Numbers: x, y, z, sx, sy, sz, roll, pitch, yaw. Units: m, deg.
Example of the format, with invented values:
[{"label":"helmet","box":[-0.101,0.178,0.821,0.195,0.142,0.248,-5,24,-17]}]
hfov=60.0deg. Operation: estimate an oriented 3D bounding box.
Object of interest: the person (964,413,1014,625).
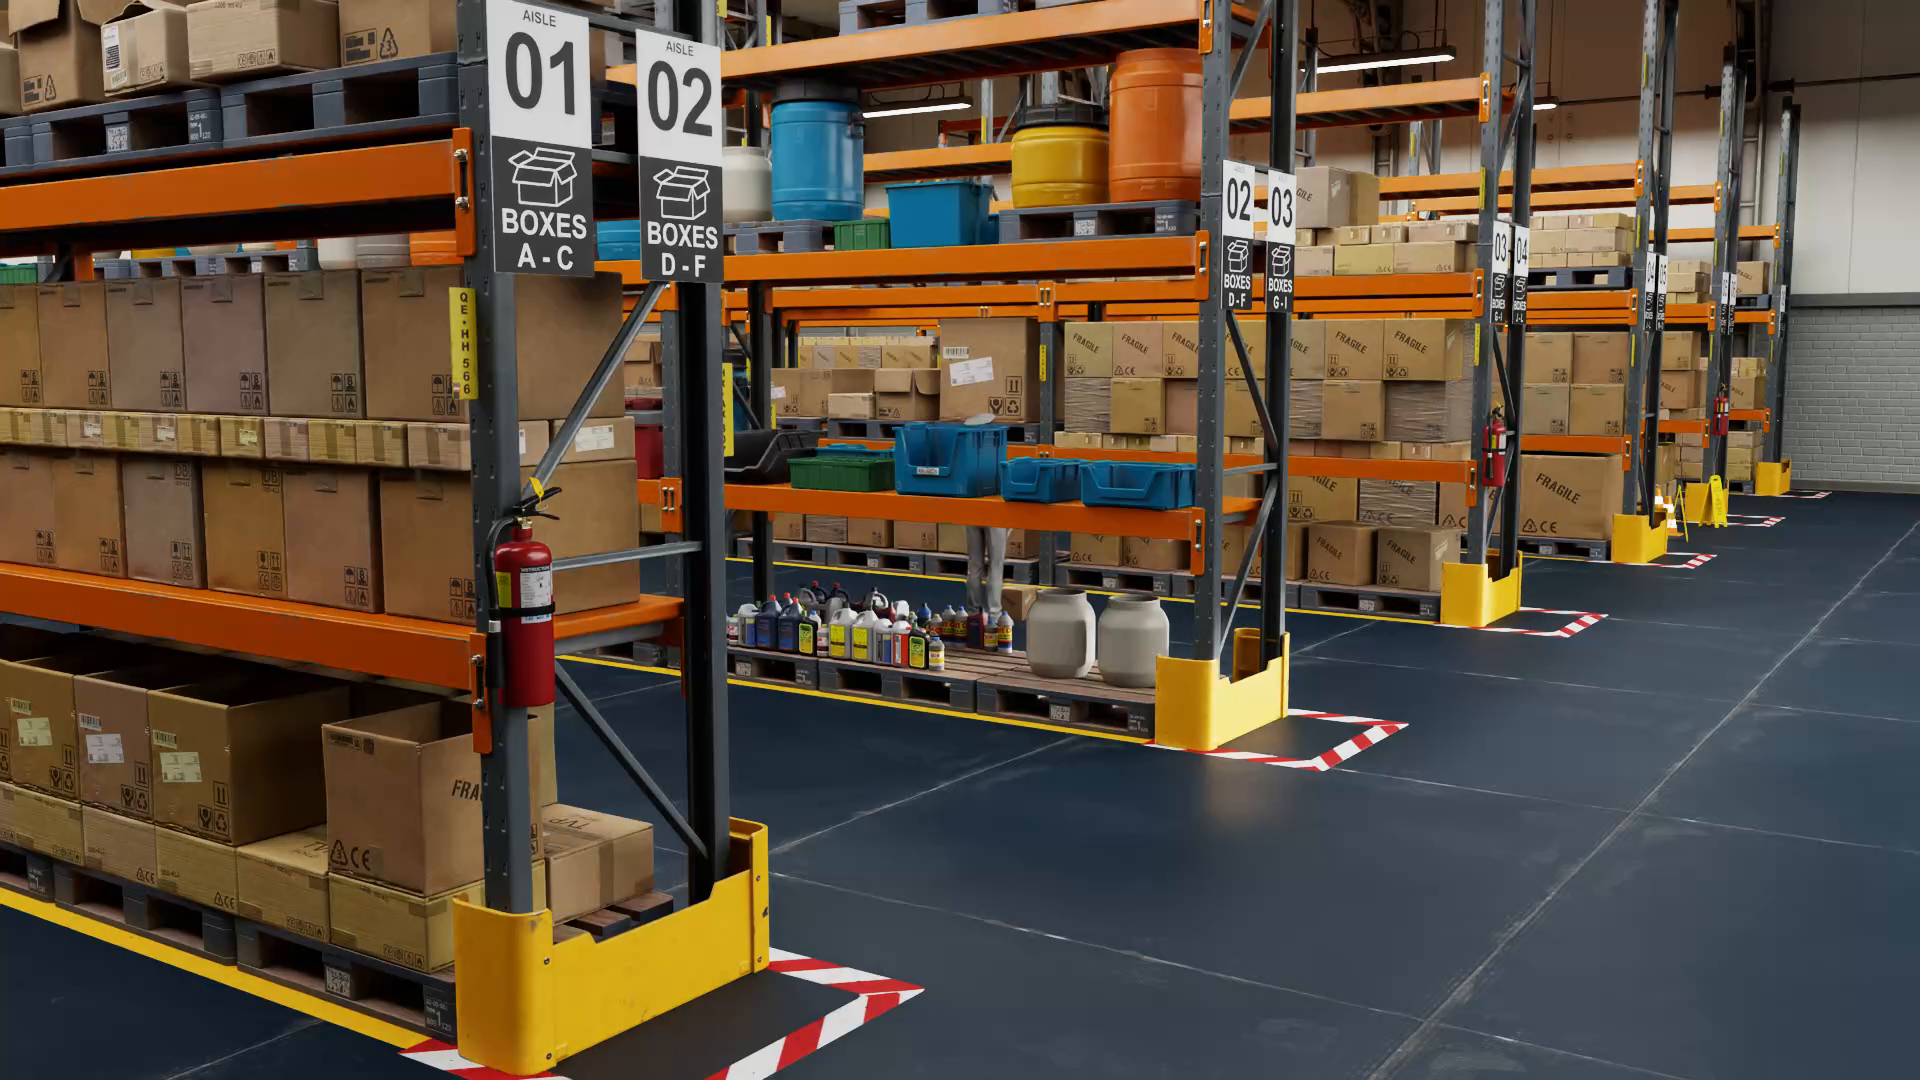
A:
[{"label":"person","box":[0.194,-0.160,13.277,0.492,1.705,0.363,4,8,35]}]
